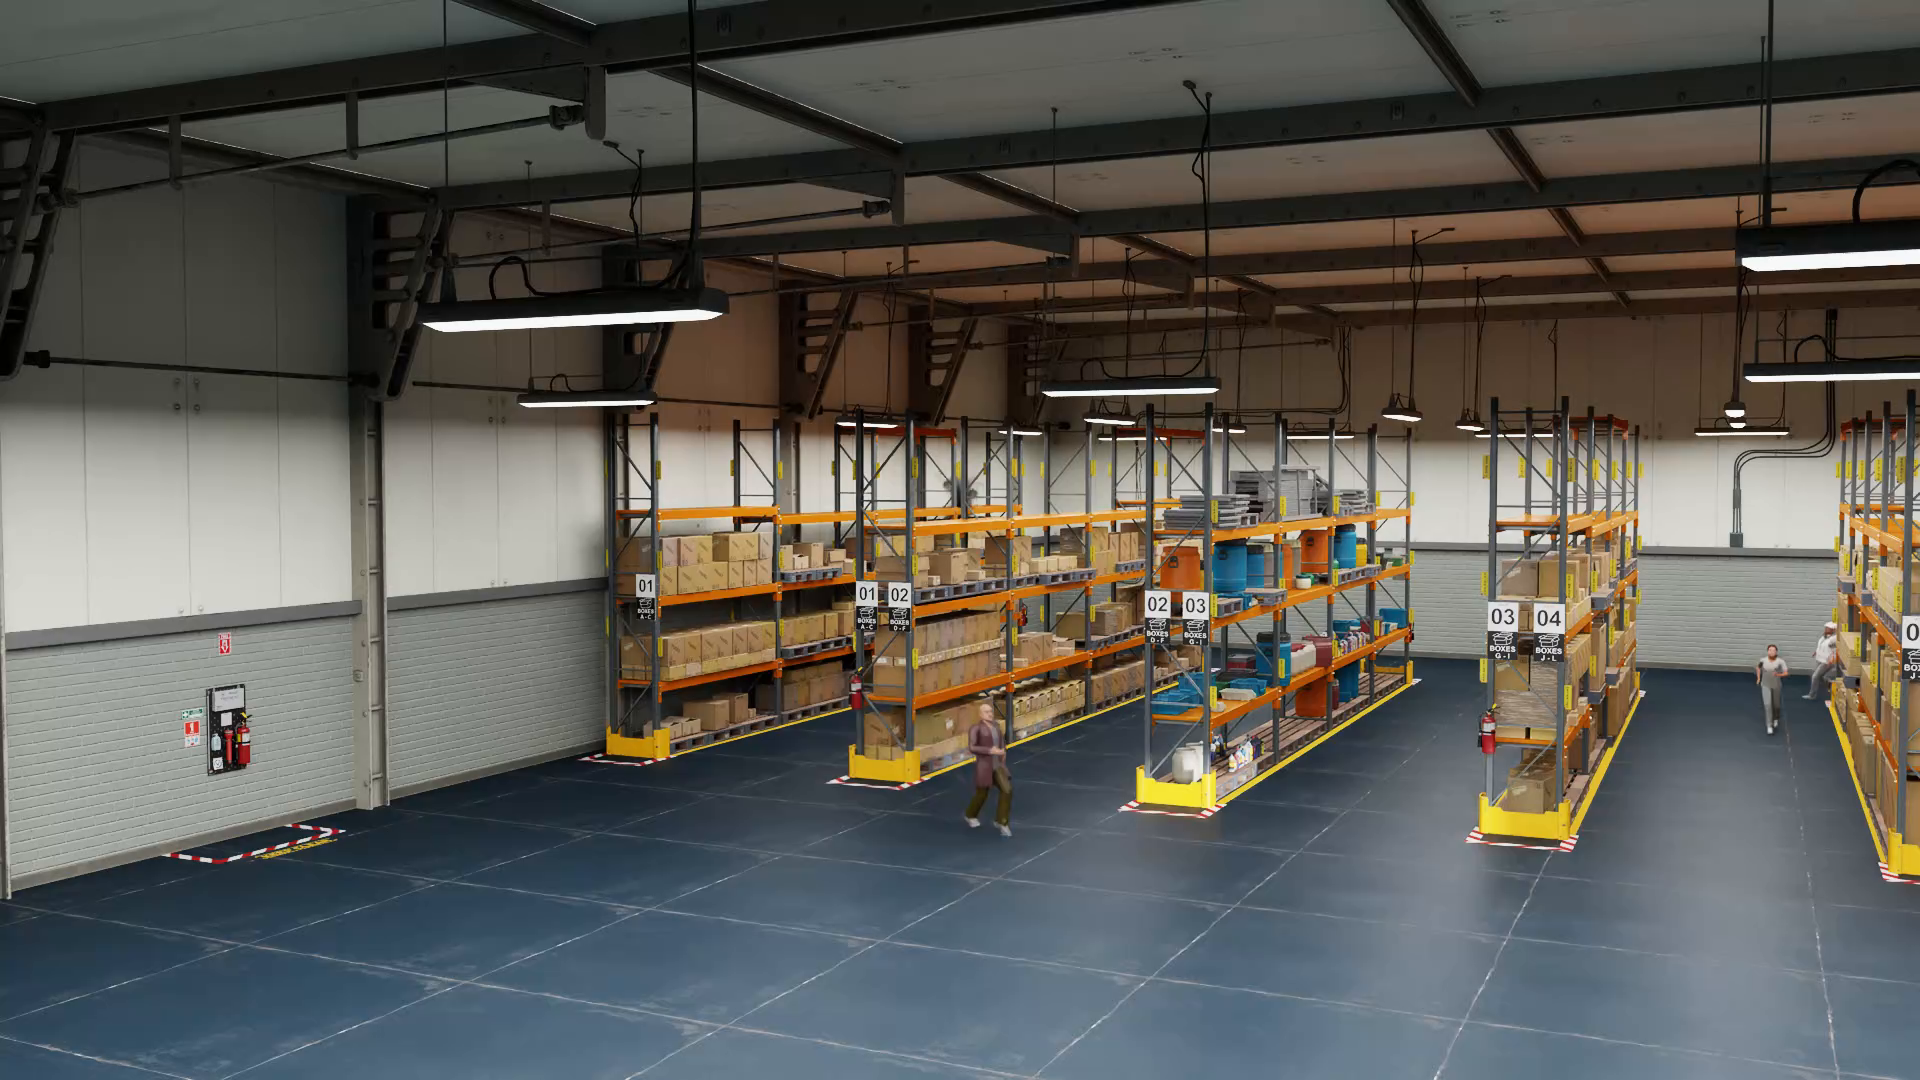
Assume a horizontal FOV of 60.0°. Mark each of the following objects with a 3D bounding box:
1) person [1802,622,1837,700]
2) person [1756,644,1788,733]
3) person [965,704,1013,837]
[{"bbox_3d":[18.801,2.625,36.074,0.822,1.721,0.713,0,2,-5],"label":"person"},{"bbox_3d":[15.472,2.809,31.687,0.565,1.653,0.951,1,3,29],"label":"person"},{"bbox_3d":[0.401,3.171,22.958,0.719,1.826,0.832,-2,3,-35],"label":"person"}]
